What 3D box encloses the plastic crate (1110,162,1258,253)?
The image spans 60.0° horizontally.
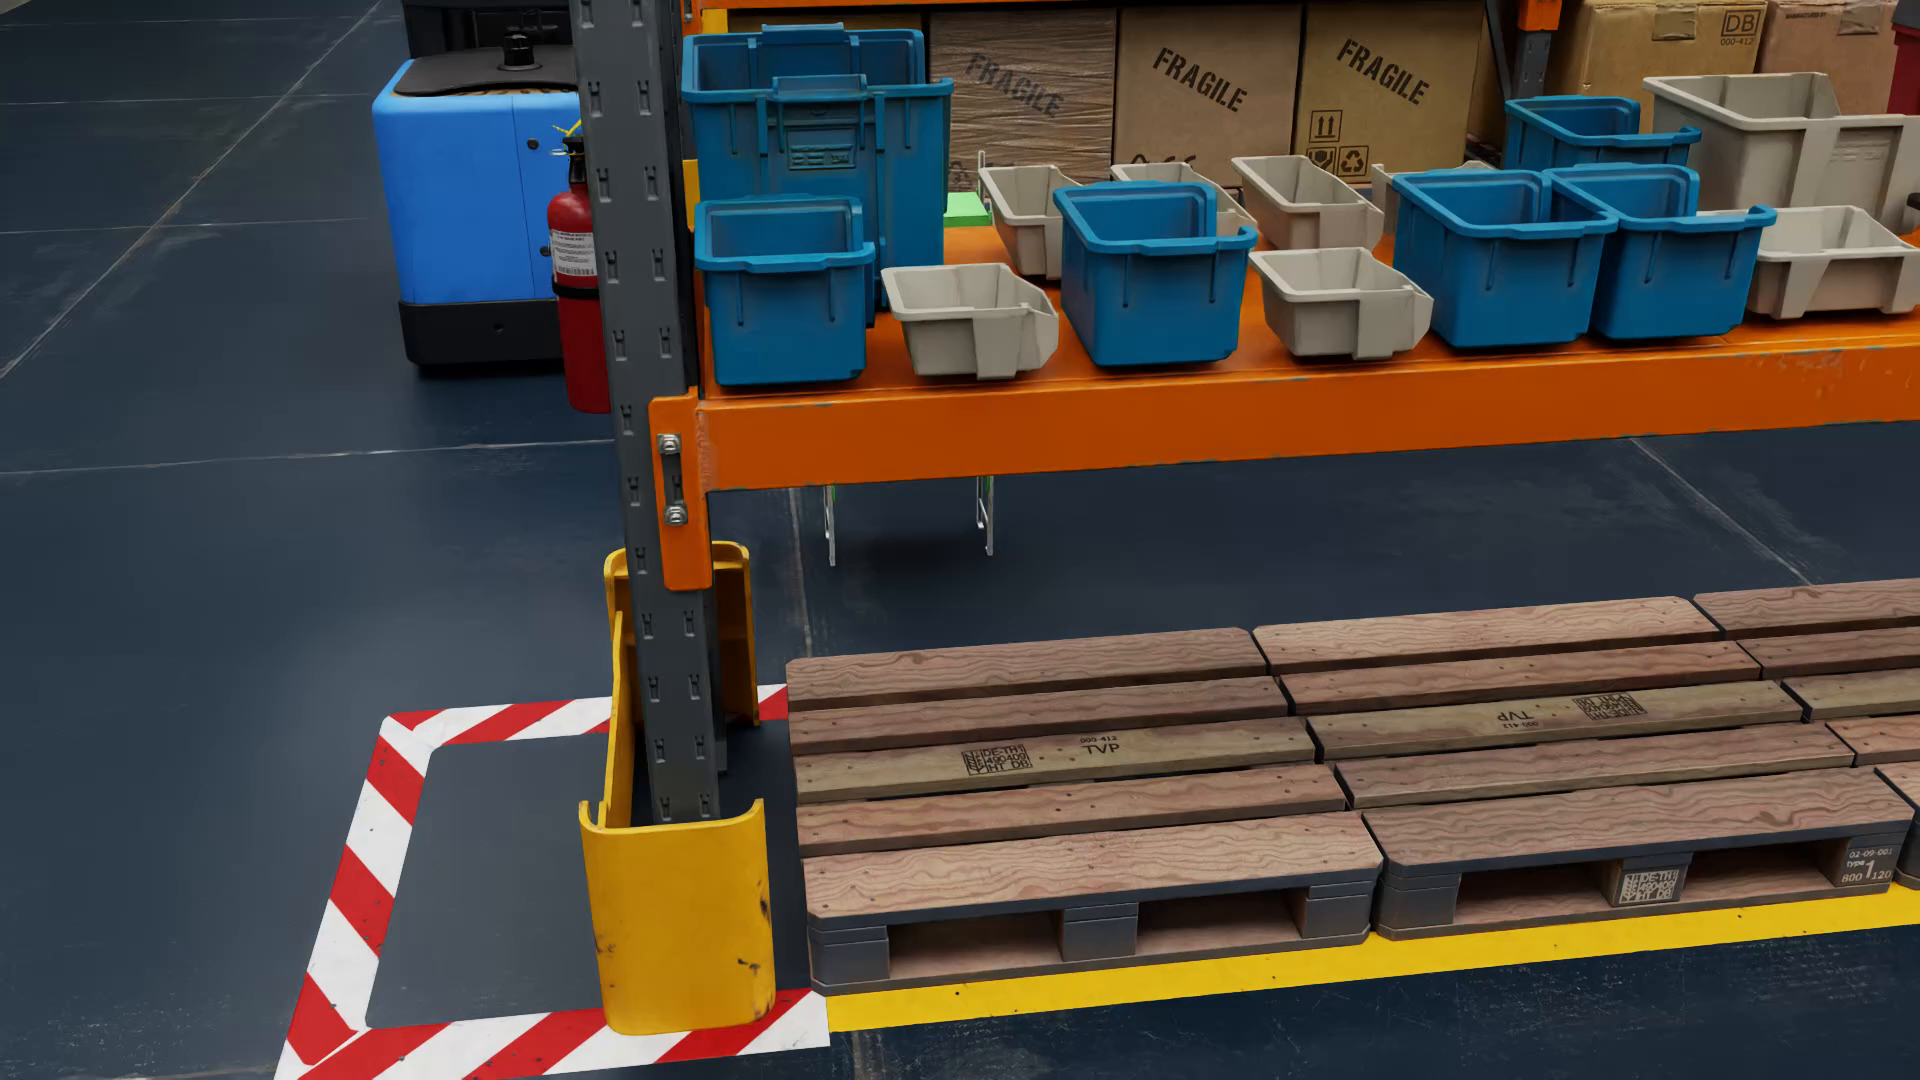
[{"bbox_3d":[0.472,-0.678,3.509,0.243,0.136,0.396,-4,27,-7],"label":"plastic crate"}]

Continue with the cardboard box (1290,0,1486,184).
[{"bbox_3d":[2.007,-2.352,8.416,0.875,0.875,0.875,-4,27,-7],"label":"cardboard box"}]

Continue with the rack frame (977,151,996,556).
[{"bbox_3d":[0.078,-0.539,4.986,0.015,1.200,0.240,-4,27,-7],"label":"rack frame"}]

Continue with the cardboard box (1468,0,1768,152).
[{"bbox_3d":[3.302,-2.408,8.524,0.875,0.875,1.225,-4,27,-7],"label":"cardboard box"}]

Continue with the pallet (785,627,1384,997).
[{"bbox_3d":[0.223,0.583,3.883,1.213,0.211,1.003,-4,27,-7],"label":"pallet"}]

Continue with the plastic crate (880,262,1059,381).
[{"bbox_3d":[0.020,-0.382,2.932,0.298,0.136,0.250,-4,27,-7],"label":"plastic crate"}]

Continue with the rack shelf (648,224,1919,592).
[{"bbox_3d":[1.381,-0.430,3.591,4.000,0.370,1.077,-4,27,-7],"label":"rack shelf"}]

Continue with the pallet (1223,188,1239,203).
[{"bbox_3d":[0.697,-1.784,8.495,1.213,0.211,1.003,-4,27,-7],"label":"pallet"}]

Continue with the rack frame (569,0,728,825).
[{"bbox_3d":[-0.600,-0.623,3.179,0.127,3.000,1.000,-4,27,-7],"label":"rack frame"}]

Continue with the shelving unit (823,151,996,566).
[{"bbox_3d":[-0.164,-0.523,4.956,0.503,1.200,0.258,-4,27,-7],"label":"shelving unit"}]

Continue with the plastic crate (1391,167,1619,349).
[{"bbox_3d":[0.995,-0.526,3.107,0.300,0.233,0.416,-4,27,-7],"label":"plastic crate"}]

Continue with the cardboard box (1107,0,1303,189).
[{"bbox_3d":[1.115,-2.295,8.304,0.875,0.875,0.875,-4,27,-7],"label":"cardboard box"}]

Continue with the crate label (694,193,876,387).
[{"bbox_3d":[-0.309,-0.442,2.944,0.303,0.233,0.416,-4,27,-7],"label":"crate label"}]

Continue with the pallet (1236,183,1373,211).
[{"bbox_3d":[1.908,-1.863,8.649,1.213,0.211,1.003,-4,27,-7],"label":"pallet"}]

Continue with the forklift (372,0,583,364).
[{"bbox_3d":[-1.832,-2.627,7.160,1.130,2.935,3.031,-4,27,-7],"label":"forklift"}]

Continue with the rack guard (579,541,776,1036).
[{"bbox_3d":[-0.621,0.496,3.735,0.348,0.500,1.175,-4,27,-7],"label":"rack guard"}]

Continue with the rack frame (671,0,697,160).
[{"bbox_3d":[-1.290,-2.862,7.542,0.127,3.000,1.000,-4,27,-7],"label":"rack frame"}]

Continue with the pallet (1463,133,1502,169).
[{"bbox_3d":[3.425,-1.959,8.837,1.213,0.211,1.003,-4,27,-7],"label":"pallet"}]

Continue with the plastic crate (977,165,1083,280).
[{"bbox_3d":[0.183,-0.666,3.486,0.243,0.136,0.396,-4,27,-7],"label":"plastic crate"}]

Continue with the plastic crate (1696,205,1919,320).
[{"bbox_3d":[1.679,-0.540,3.240,0.466,0.136,0.293,-4,27,-7],"label":"plastic crate"}]

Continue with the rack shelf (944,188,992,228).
[{"bbox_3d":[-0.164,-0.894,4.766,0.480,0.148,0.258,-4,27,-7],"label":"rack shelf"}]

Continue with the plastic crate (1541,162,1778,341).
[{"bbox_3d":[1.292,-0.545,3.144,0.300,0.233,0.416,-4,27,-7],"label":"plastic crate"}]

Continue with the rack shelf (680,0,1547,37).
[{"bbox_3d":[0.691,-2.669,7.955,4.000,0.370,1.077,-4,27,-7],"label":"rack shelf"}]

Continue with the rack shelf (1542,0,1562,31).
[{"bbox_3d":[4.652,-2.924,8.450,4.000,0.370,1.077,-4,27,-7],"label":"rack shelf"}]

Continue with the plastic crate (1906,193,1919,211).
[{"bbox_3d":[2.291,-0.589,3.348,0.590,0.125,0.437,-4,27,-7],"label":"plastic crate"}]

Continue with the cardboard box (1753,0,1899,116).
[{"bbox_3d":[4.187,-2.465,8.636,0.875,0.875,1.225,-5,28,-9],"label":"cardboard box"}]

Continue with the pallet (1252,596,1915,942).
[{"bbox_3d":[1.428,0.507,4.032,1.213,0.211,1.003,-4,27,-7],"label":"pallet"}]

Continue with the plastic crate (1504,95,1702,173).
[{"bbox_3d":[1.398,-0.822,3.684,0.300,0.233,0.416,-4,27,-7],"label":"plastic crate"}]

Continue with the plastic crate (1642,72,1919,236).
[{"bbox_3d":[1.824,-0.838,3.661,0.530,0.282,0.437,-4,27,-7],"label":"plastic crate"}]

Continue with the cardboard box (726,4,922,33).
[{"bbox_3d":[-0.667,-2.181,8.081,0.875,0.875,0.875,-4,27,-7],"label":"cardboard box"}]

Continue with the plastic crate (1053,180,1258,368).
[{"bbox_3d":[0.343,-0.484,3.025,0.300,0.233,0.416,-4,27,-7],"label":"plastic crate"}]

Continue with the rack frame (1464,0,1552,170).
[{"bbox_3d":[2.671,-3.117,8.038,0.127,3.000,1.000,-4,27,-7],"label":"rack frame"}]

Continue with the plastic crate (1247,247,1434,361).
[{"bbox_3d":[0.692,-0.425,3.017,0.298,0.136,0.250,-4,27,-7],"label":"plastic crate"}]

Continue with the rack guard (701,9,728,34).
[{"bbox_3d":[-1.805,-4.003,12.505,0.348,0.500,1.175,-4,27,-7],"label":"rack guard"}]

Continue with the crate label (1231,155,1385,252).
[{"bbox_3d":[0.744,-0.707,3.565,0.243,0.136,0.396,-4,27,-7],"label":"crate label"}]

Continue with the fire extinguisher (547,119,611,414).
[{"bbox_3d":[-0.812,-0.619,3.663,0.183,0.674,0.296,-4,27,-7],"label":"fire extinguisher"}]

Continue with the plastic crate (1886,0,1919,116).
[{"bbox_3d":[2.442,-0.989,3.756,0.583,0.464,0.402,-4,27,-7],"label":"plastic crate"}]

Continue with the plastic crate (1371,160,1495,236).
[{"bbox_3d":[1.035,-0.734,3.618,0.250,0.136,0.298,-4,27,-7],"label":"plastic crate"}]

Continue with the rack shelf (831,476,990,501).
[{"bbox_3d":[-0.164,-0.253,5.094,0.480,0.148,0.258,-4,27,-7],"label":"rack shelf"}]

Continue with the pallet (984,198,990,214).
[{"bbox_3d":[-0.509,-1.708,8.347,1.213,0.211,1.003,-4,27,-7],"label":"pallet"}]

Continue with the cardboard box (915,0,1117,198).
[{"bbox_3d":[0.234,-2.238,8.194,0.875,0.875,0.875,-4,27,-7],"label":"cardboard box"}]

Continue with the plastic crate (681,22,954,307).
[{"bbox_3d":[-0.294,-0.771,3.363,0.499,0.435,0.616,-4,27,-7],"label":"plastic crate"}]

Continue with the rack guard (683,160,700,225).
[{"bbox_3d":[-1.313,-1.748,8.110,0.348,0.500,1.175,-4,27,-7],"label":"rack guard"}]

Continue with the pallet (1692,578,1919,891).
[{"bbox_3d":[2.639,0.427,4.186,1.213,0.211,1.003,-4,27,-7],"label":"pallet"}]

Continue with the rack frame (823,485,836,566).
[{"bbox_3d":[-0.406,-0.508,4.925,0.015,1.200,0.240,-4,27,-7],"label":"rack frame"}]
